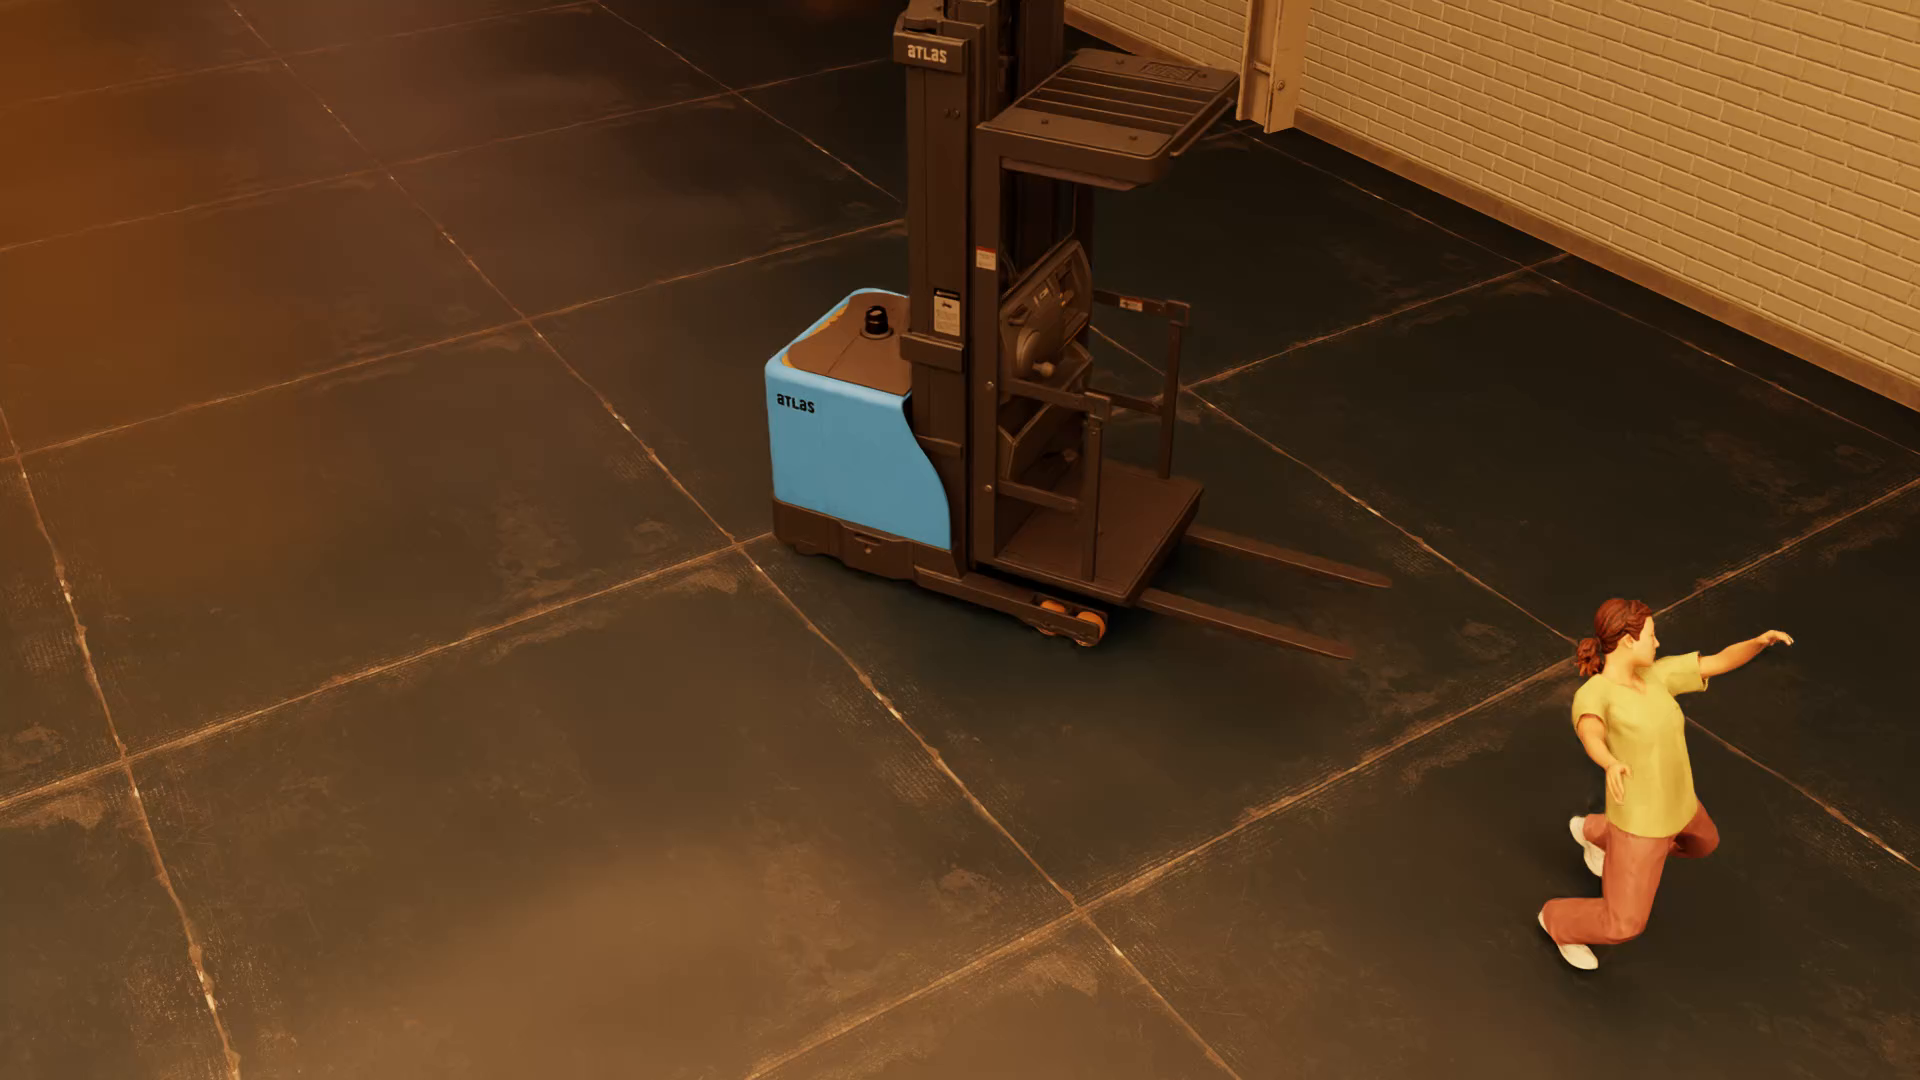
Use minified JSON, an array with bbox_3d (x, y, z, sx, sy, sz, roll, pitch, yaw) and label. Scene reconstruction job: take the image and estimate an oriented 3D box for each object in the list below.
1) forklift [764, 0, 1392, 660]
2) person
[{"bbox_3d":[0.583,-1.039,7.626,3.031,2.935,1.130,16,38,22],"label":"forklift"},{"bbox_3d":[2.352,0.939,6.017,0.986,1.525,0.640,-29,44,-35],"label":"person"}]
